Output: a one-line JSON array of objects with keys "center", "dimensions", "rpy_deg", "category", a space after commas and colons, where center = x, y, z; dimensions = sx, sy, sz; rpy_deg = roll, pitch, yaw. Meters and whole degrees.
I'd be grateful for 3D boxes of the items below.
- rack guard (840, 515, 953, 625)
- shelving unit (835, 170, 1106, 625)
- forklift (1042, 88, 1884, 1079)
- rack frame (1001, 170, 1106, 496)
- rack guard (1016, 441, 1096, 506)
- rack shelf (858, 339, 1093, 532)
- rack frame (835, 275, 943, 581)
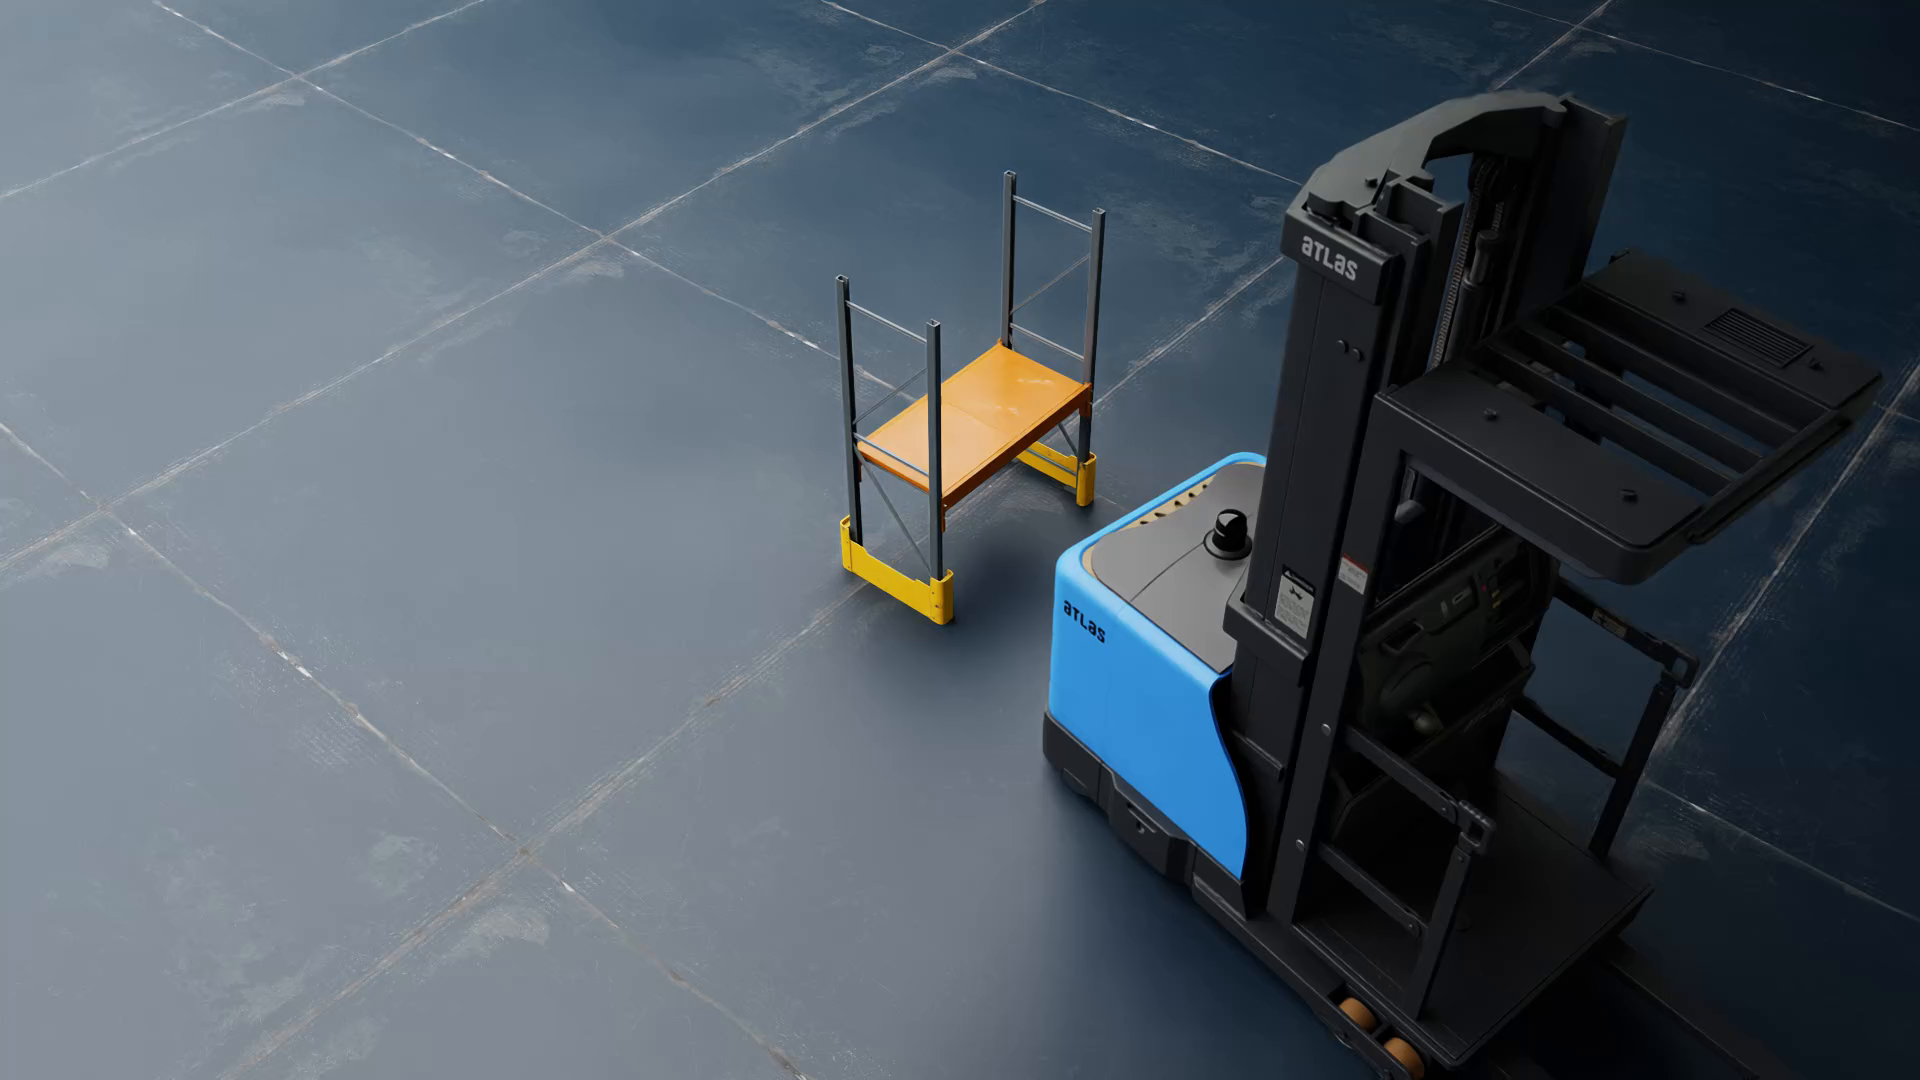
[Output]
[{"center": [-0.271, 0.125, 7.109], "dimensions": [0.587, 0.250, 0.087], "rpy_deg": [29, 50, 28], "category": "rack guard"}, {"center": [0.049, -0.594, 6.971], "dimensions": [0.587, 1.500, 1.083], "rpy_deg": [29, 50, 28], "category": "shelving unit"}, {"center": [1.641, 0.327, 4.894], "dimensions": [1.130, 2.935, 3.031], "rpy_deg": [-29, 50, -28], "category": "forklift"}, {"center": [0.382, -0.861, 7.264], "dimensions": [0.500, 1.500, 0.032], "rpy_deg": [29, 50, 28], "category": "rack frame"}, {"center": [0.370, -0.388, 7.673], "dimensions": [0.587, 0.250, 0.087], "rpy_deg": [29, 50, 28], "category": "rack guard"}, {"center": [0.055, -0.466, 7.097], "dimensions": [0.538, 0.185, 1.000], "rpy_deg": [29, 50, 28], "category": "rack shelf"}, {"center": [-0.272, -0.337, 6.688], "dimensions": [0.500, 1.500, 0.032], "rpy_deg": [29, 50, 28], "category": "rack frame"}]
